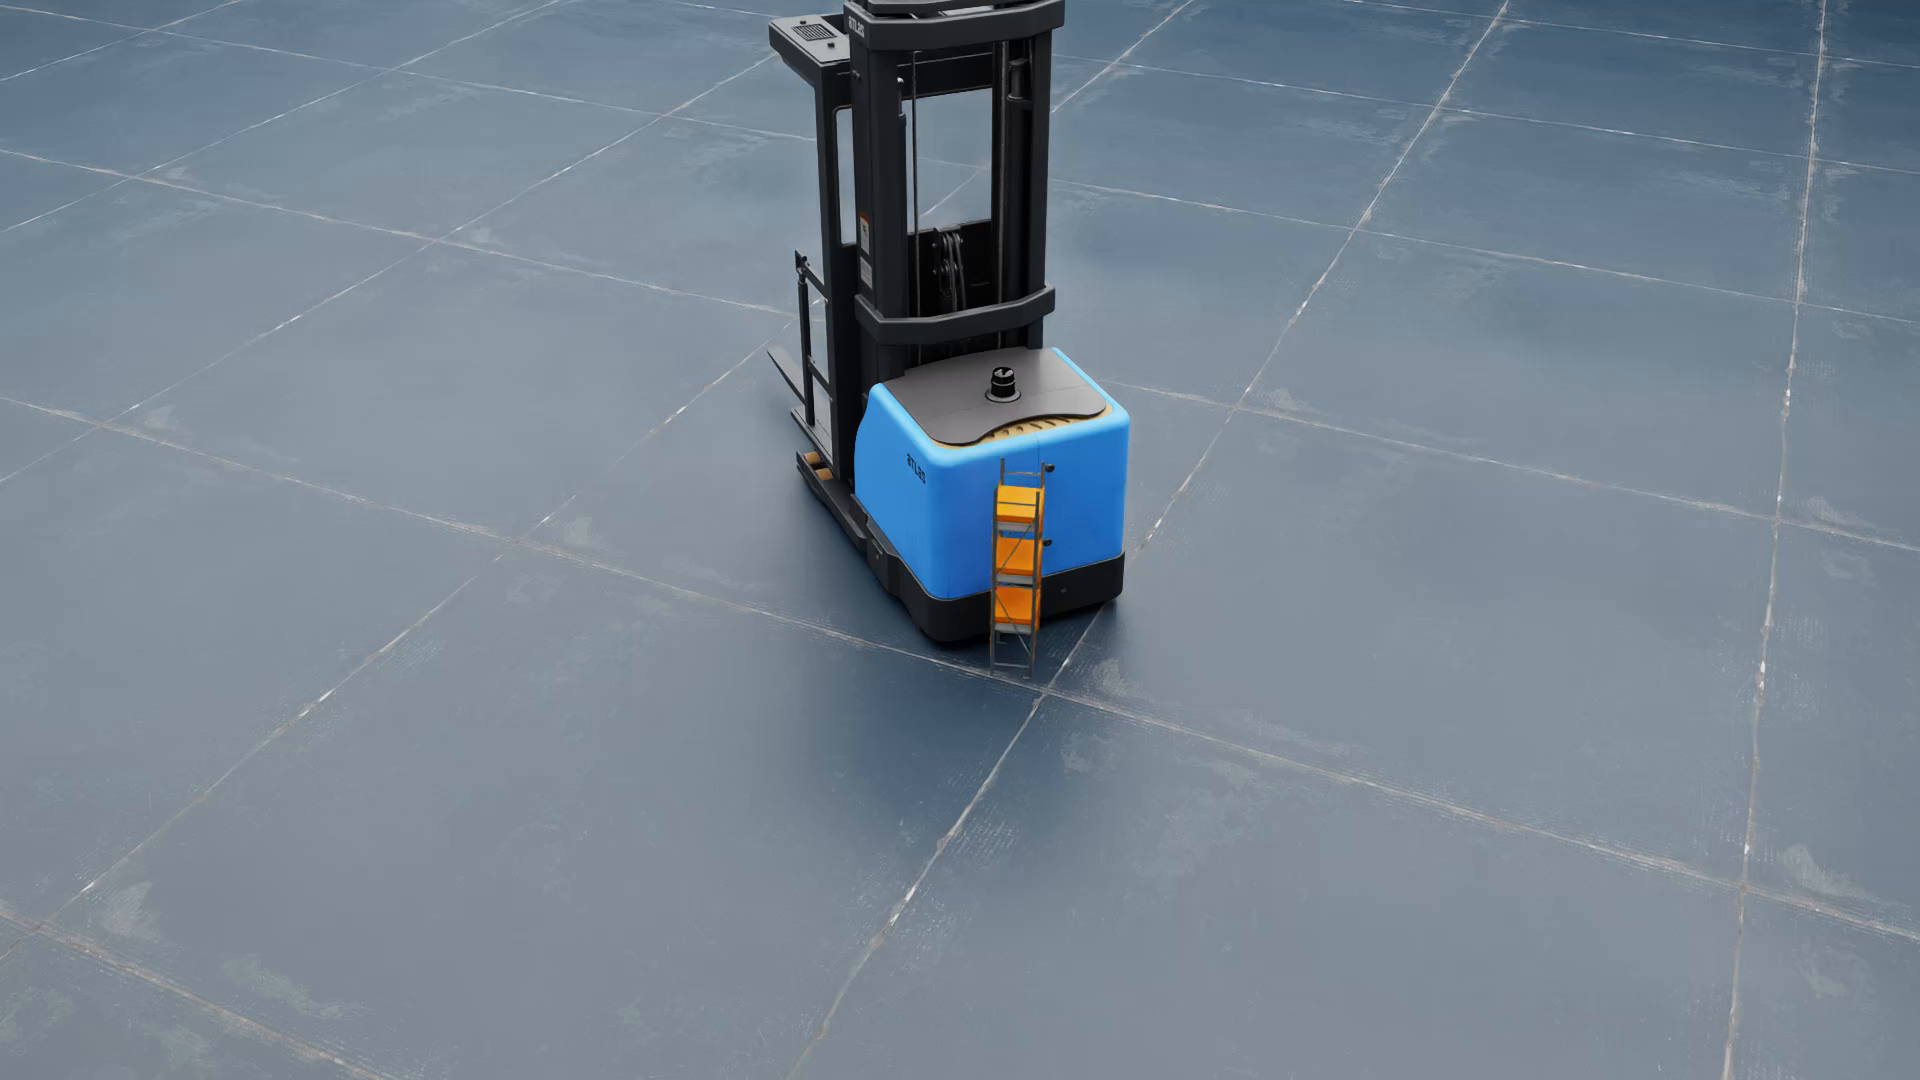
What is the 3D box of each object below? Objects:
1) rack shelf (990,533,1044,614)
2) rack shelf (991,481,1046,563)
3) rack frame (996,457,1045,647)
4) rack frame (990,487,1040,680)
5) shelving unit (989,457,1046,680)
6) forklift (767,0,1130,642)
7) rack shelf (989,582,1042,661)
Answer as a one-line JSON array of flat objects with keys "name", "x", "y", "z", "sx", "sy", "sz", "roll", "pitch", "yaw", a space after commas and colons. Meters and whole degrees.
[{"name": "rack shelf", "x": 0.259, "y": 0.151, "z": 7.572, "sx": 0.215, "sy": 0.259, "sz": 0.240, "roll": 5, "pitch": 35, "yaw": 6}, {"name": "rack shelf", "x": 0.260, "y": -0.080, "z": 7.408, "sx": 0.215, "sy": 0.259, "sz": 0.240, "roll": 5, "pitch": 35, "yaw": 6}, {"name": "rack frame", "x": 0.276, "y": 0.073, "z": 7.664, "sx": 0.200, "sy": 1.050, "sz": 0.008, "roll": 5, "pitch": 35, "yaw": 6}, {"name": "rack frame", "x": 0.242, "y": 0.212, "z": 7.467, "sx": 0.200, "sy": 1.050, "sz": 0.008, "roll": 5, "pitch": 35, "yaw": 6}, {"name": "shelving unit", "x": 0.259, "y": 0.143, "z": 7.565, "sx": 0.215, "sy": 1.050, "sz": 0.252, "roll": 5, "pitch": 35, "yaw": 6}, {"name": "forklift", "x": -0.255, "y": -1.539, "z": 8.424, "sx": 1.130, "sy": 2.935, "sz": 3.031, "roll": -14, "pitch": 36, "yaw": -20}, {"name": "rack shelf", "x": 0.258, "y": 0.379, "z": 7.732, "sx": 0.215, "sy": 0.259, "sz": 0.240, "roll": 5, "pitch": 35, "yaw": 6}]
